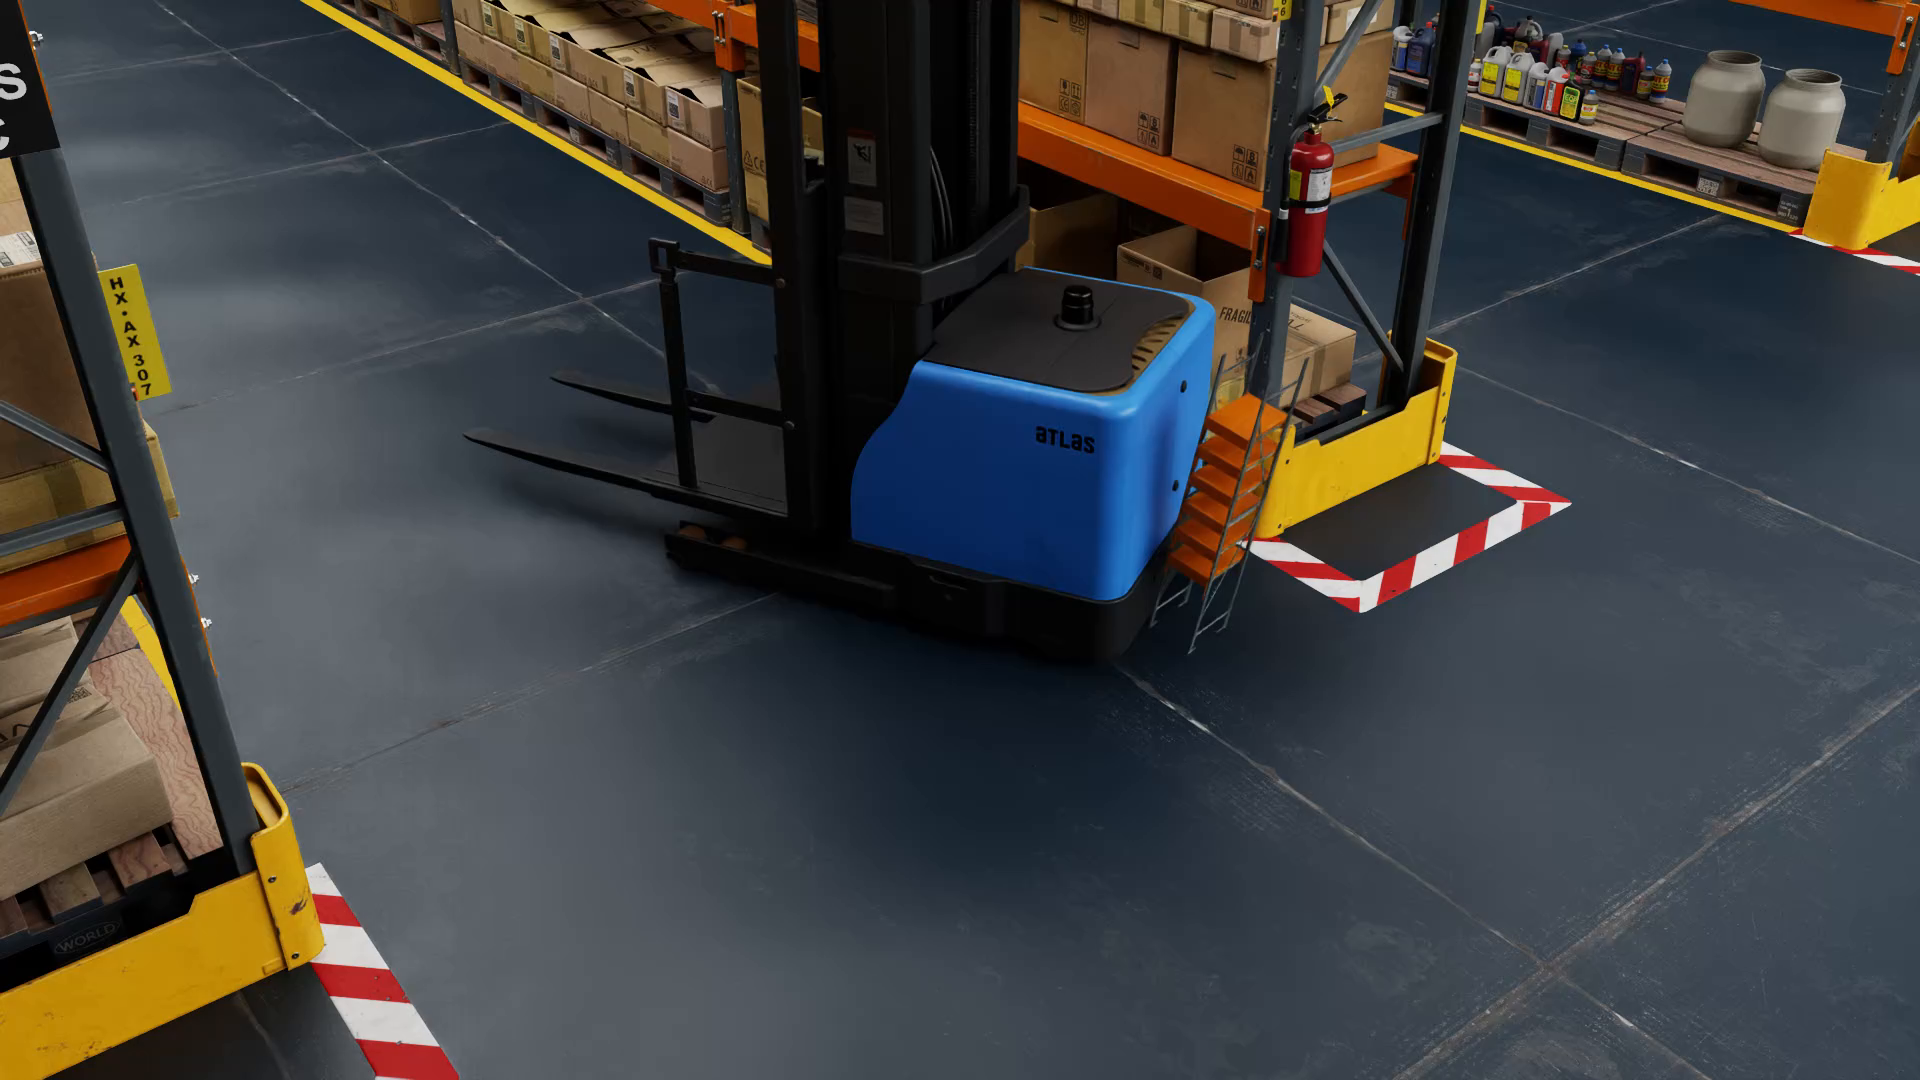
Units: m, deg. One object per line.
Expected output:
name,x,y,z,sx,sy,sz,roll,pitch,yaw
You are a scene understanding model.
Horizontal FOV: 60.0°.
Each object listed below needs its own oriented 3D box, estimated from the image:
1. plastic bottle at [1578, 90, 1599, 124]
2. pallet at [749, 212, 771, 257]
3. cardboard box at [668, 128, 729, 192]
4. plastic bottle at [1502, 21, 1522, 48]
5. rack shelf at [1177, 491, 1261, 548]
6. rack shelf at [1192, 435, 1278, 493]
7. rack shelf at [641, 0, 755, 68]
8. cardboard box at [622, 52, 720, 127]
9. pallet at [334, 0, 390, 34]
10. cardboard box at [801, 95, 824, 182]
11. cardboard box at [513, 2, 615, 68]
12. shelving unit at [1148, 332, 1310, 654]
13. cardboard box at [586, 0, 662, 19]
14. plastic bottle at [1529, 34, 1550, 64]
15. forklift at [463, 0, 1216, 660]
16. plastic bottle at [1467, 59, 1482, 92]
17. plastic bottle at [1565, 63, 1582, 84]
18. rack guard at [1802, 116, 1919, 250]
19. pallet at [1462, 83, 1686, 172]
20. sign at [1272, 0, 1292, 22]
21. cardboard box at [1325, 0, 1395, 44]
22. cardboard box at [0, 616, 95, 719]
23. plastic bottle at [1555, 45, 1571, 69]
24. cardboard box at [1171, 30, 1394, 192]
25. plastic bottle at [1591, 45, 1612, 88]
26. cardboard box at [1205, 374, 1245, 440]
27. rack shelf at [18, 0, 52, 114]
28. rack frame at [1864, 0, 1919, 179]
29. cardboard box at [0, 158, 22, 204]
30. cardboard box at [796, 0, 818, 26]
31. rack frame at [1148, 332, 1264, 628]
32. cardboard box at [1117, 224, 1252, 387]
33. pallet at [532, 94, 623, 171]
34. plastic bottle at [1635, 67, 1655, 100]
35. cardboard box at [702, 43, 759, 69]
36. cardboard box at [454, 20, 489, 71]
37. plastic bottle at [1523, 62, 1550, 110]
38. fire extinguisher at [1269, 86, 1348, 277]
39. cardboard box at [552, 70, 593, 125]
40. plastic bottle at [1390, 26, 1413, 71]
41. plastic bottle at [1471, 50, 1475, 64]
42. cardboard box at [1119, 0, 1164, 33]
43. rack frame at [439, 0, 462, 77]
plastic bottle,4.007,-2.759,10.585,0.097,0.201,0.097,0,32,0
pallet,-0.434,-1.674,9.245,1.003,0.211,1.213,-22,38,-31
cardboard box,-1.372,-2.293,9.807,0.500,0.250,0.500,-23,38,-32
plastic bottle,3.900,-3.528,11.745,0.061,0.283,0.133,-20,37,-28
rack shelf,0.918,-0.104,5.849,0.180,0.103,0.258,35,45,28
rack shelf,0.950,-0.289,5.700,0.180,0.103,0.258,35,45,28
rack shelf,-2.115,-3.731,10.597,1.077,0.370,4.000,-22,38,-31
cardboard box,-1.687,-2.743,10.000,0.500,0.311,0.500,-21,38,-30
pallet,-4.513,-4.517,13.823,1.003,0.211,1.213,-22,38,-31
cardboard box,-0.539,-2.032,8.676,0.500,0.500,0.500,-22,38,-31
cardboard box,-2.612,-3.376,11.020,0.500,0.311,0.500,-23,39,-33
shelving unit,0.924,-0.138,5.821,0.189,1.200,0.258,35,45,28
cardboard box,-2.194,-3.555,11.307,0.500,0.311,0.500,-23,38,-32
plastic bottle,3.978,-3.344,11.449,0.061,0.283,0.133,-22,38,-31
forklift,-0.598,-1.328,6.110,3.031,2.935,1.130,14,34,21
plastic bottle,3.465,-3.128,11.178,0.097,0.201,0.097,0,32,0
plastic bottle,3.958,-2.943,10.802,0.061,0.283,0.133,-22,38,-31
rack guard,5.396,-2.092,9.645,1.175,0.500,0.348,-22,38,-31
pallet,4.158,-2.818,11.087,1.003,0.211,1.213,-22,38,-31
sign,1.127,-1.959,5.739,0.100,0.325,0.005,-22,38,-31
cardboard box,1.494,-2.088,6.559,0.380,0.149,0.250,-23,38,-32
cardboard box,-3.049,0.468,5.285,0.500,0.311,0.500,-19,37,-28
plastic bottle,4.155,-3.304,11.461,0.097,0.201,0.097,0,32,0
cardboard box,1.288,-1.778,6.674,0.700,0.500,0.500,-22,38,-31
plastic bottle,4.342,-3.206,11.238,0.097,0.271,0.097,0,32,0
cardboard box,1.002,-0.675,7.201,0.500,0.250,0.500,-22,38,-31
rack shelf,-3.573,-1.734,4.538,1.077,0.370,4.000,-22,38,-31
rack frame,5.479,-3.137,8.959,1.000,3.000,0.127,-22,38,-31
cardboard box,-2.697,-0.701,4.448,0.500,0.500,0.500,-22,38,-31
cardboard box,-0.611,-3.063,8.744,0.700,0.500,0.500,-23,39,-33
rack frame,0.858,-0.184,5.864,0.006,1.200,0.240,35,45,28
cardboard box,1.000,-0.993,7.002,0.500,0.500,0.500,-22,38,-31
pallet,-2.123,-2.822,11.094,1.003,0.211,1.213,-22,38,-31
plastic bottle,4.550,-3.035,11.029,0.097,0.201,0.097,0,32,0
cardboard box,-1.248,-2.915,10.277,0.500,0.311,0.500,-23,38,-32
cardboard box,-3.252,-3.568,11.859,0.500,0.250,0.500,-22,38,-32
plastic bottle,3.789,-2.963,10.842,0.152,0.276,0.135,-23,39,-33
fire extinguisher,1.270,-1.304,6.080,0.296,0.674,0.183,-22,38,-31
cardboard box,-2.306,-2.930,10.832,0.500,0.250,0.500,-21,38,-30
plastic bottle,3.096,-3.434,11.600,0.152,0.276,0.135,-21,37,-30
plastic bottle,3.429,-3.234,11.283,0.097,0.271,0.097,0,32,0
cardboard box,0.861,-2.167,6.687,0.380,0.149,0.250,-23,38,-32
rack frame,-3.341,-4.871,11.749,1.000,3.000,0.127,-22,38,-31
